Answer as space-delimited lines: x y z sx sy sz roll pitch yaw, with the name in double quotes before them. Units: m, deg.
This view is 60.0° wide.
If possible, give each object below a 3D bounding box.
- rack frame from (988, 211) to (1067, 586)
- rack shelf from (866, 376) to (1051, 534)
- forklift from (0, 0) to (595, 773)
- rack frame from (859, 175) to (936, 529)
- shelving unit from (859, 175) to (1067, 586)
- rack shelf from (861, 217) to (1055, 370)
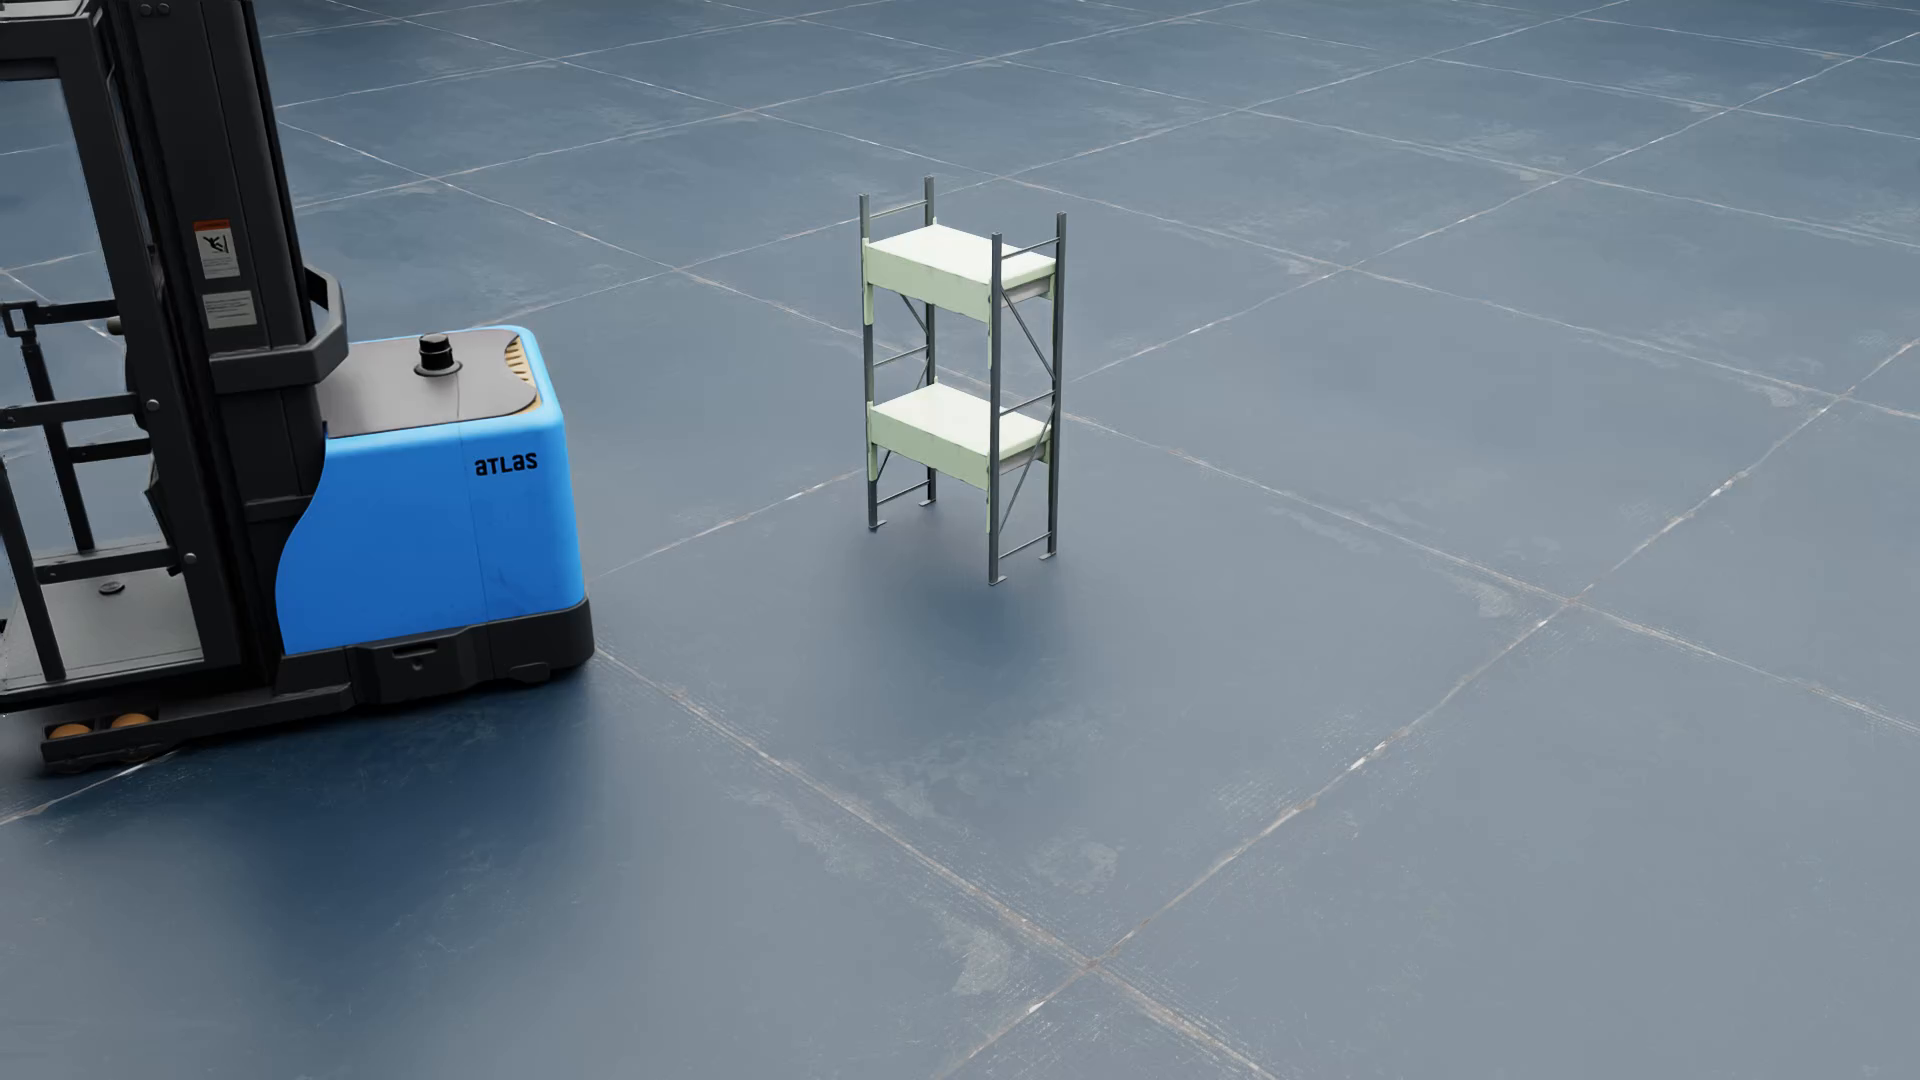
"rack frame" 0.266 -0.542 6.670 0.023 1.500 0.400 25 36 38
"rack shelf" 0.005 -0.373 7.049 0.720 0.370 0.431 25 36 38
"forklift" -2.955 -0.772 5.568 3.031 2.935 1.130 -9 29 -17
"rack frame" -0.256 -0.781 7.124 0.023 1.500 0.400 25 36 38
"shelving unit" 0.005 -0.662 6.897 0.755 1.500 0.431 25 36 38
"rack shelf" 0.005 -1.007 6.715 0.720 0.370 0.431 25 36 38
